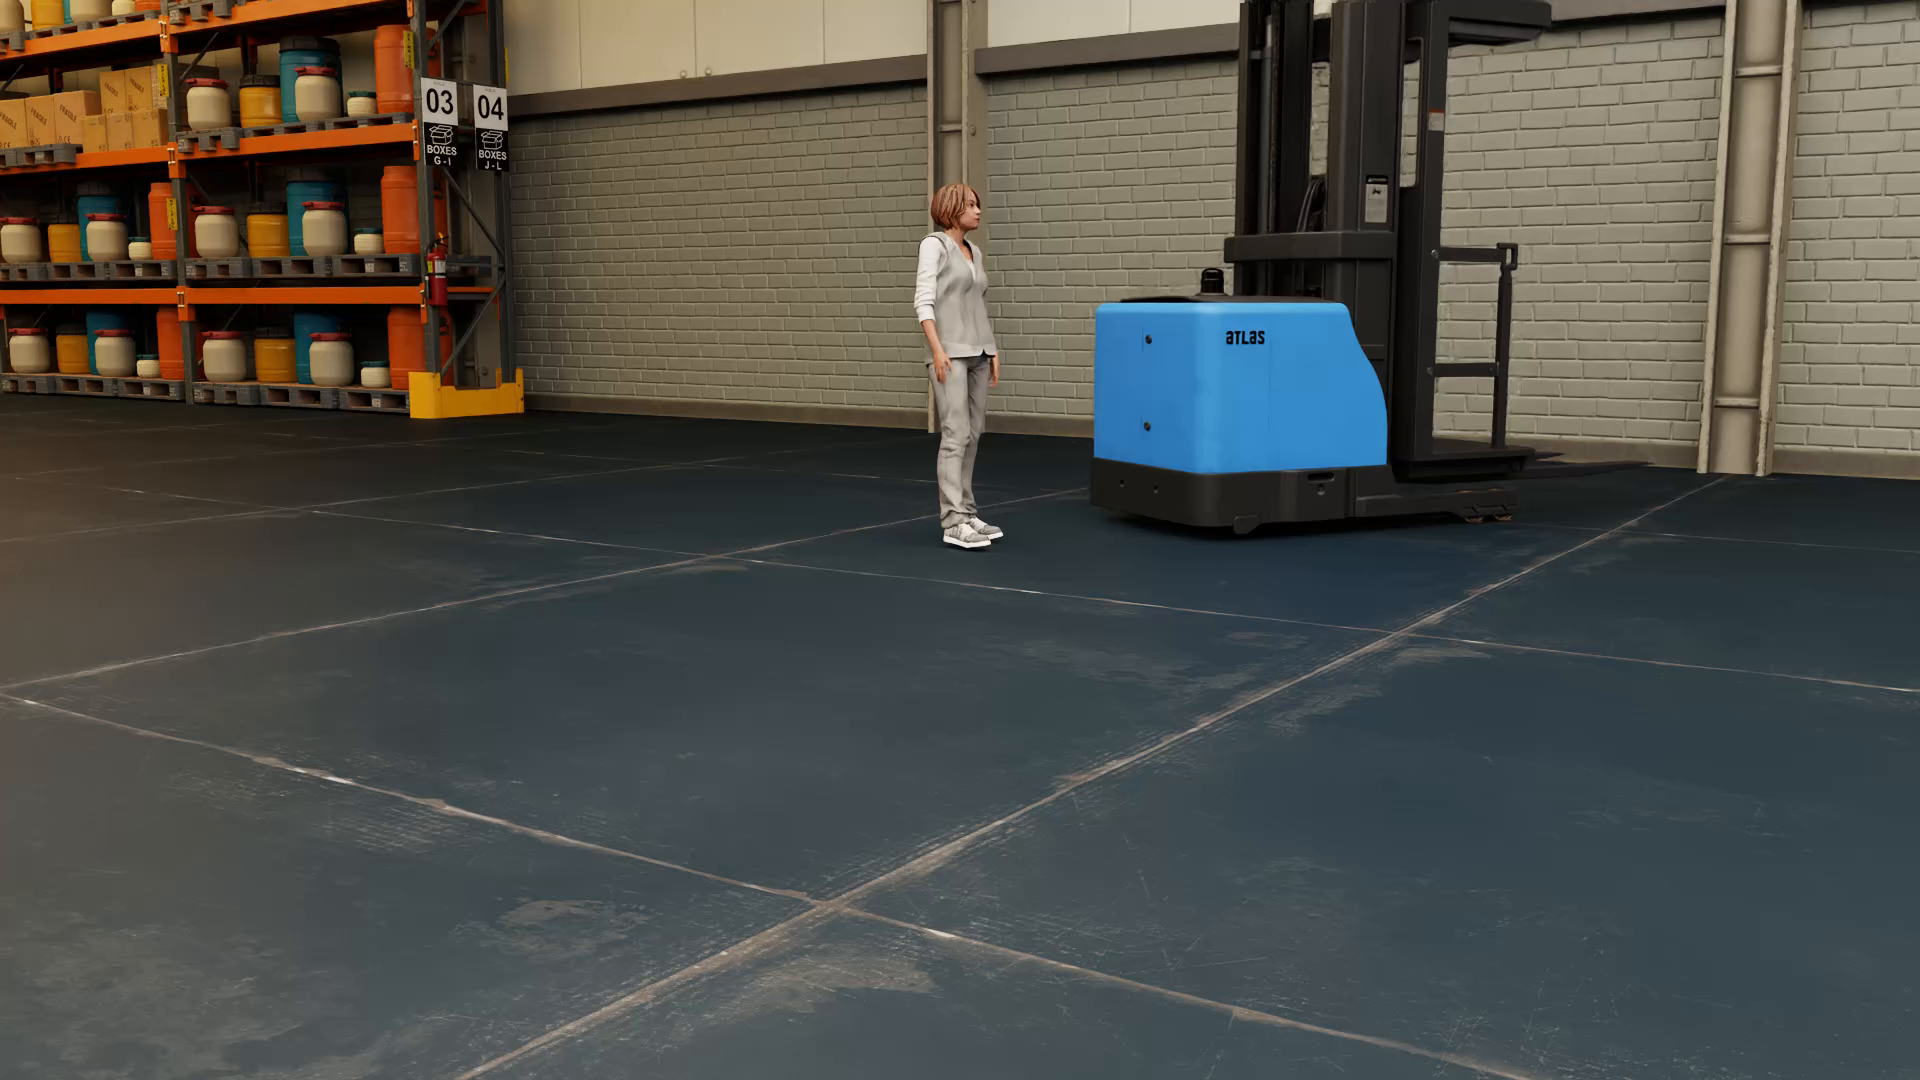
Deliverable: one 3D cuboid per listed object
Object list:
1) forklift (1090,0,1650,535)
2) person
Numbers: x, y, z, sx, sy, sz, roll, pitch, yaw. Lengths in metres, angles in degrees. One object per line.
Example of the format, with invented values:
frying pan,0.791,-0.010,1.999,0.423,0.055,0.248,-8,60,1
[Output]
forklift,2.208,-1.593,8.398,3.031,2.935,1.130,-4,9,-26
person,0.053,-0.791,7.437,0.474,1.598,0.519,5,10,34
